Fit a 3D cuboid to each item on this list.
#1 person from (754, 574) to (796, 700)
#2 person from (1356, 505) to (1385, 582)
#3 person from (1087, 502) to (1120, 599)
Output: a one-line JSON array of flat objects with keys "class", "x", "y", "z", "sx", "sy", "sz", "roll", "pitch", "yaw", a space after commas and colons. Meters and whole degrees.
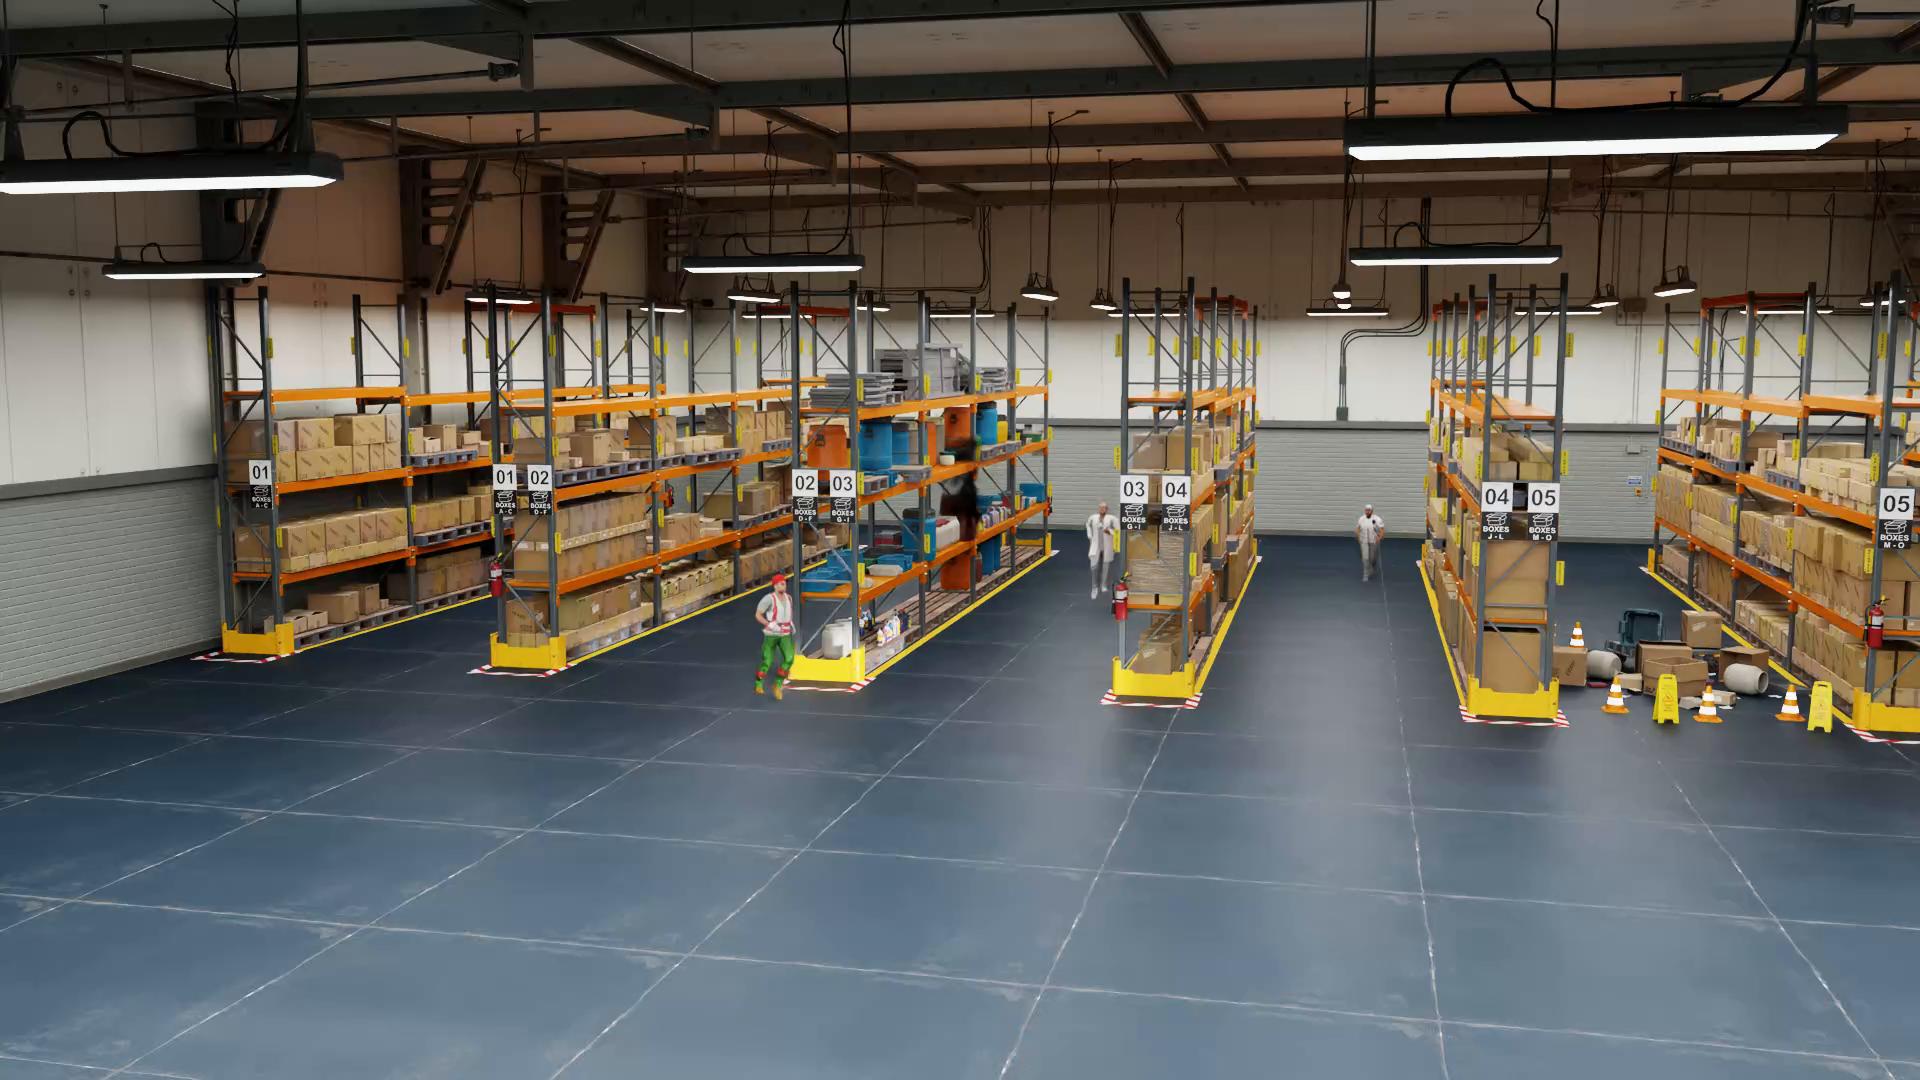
[{"class": "person", "x": -2.633, "y": 1.383, "z": 23.947, "sx": 0.709, "sy": 1.787, "sz": 0.673, "roll": -5, "pitch": 8, "yaw": -36}, {"class": "person", "x": 8.903, "y": 0.054, "z": 36.076, "sx": 0.618, "sy": 1.665, "sz": 0.717, "roll": 3, "pitch": 7, "yaw": 21}, {"class": "person", "x": 2.743, "y": 0.200, "z": 31.970, "sx": 0.694, "sy": 1.864, "sz": 0.787, "roll": 1, "pitch": 7, "yaw": 13}]
